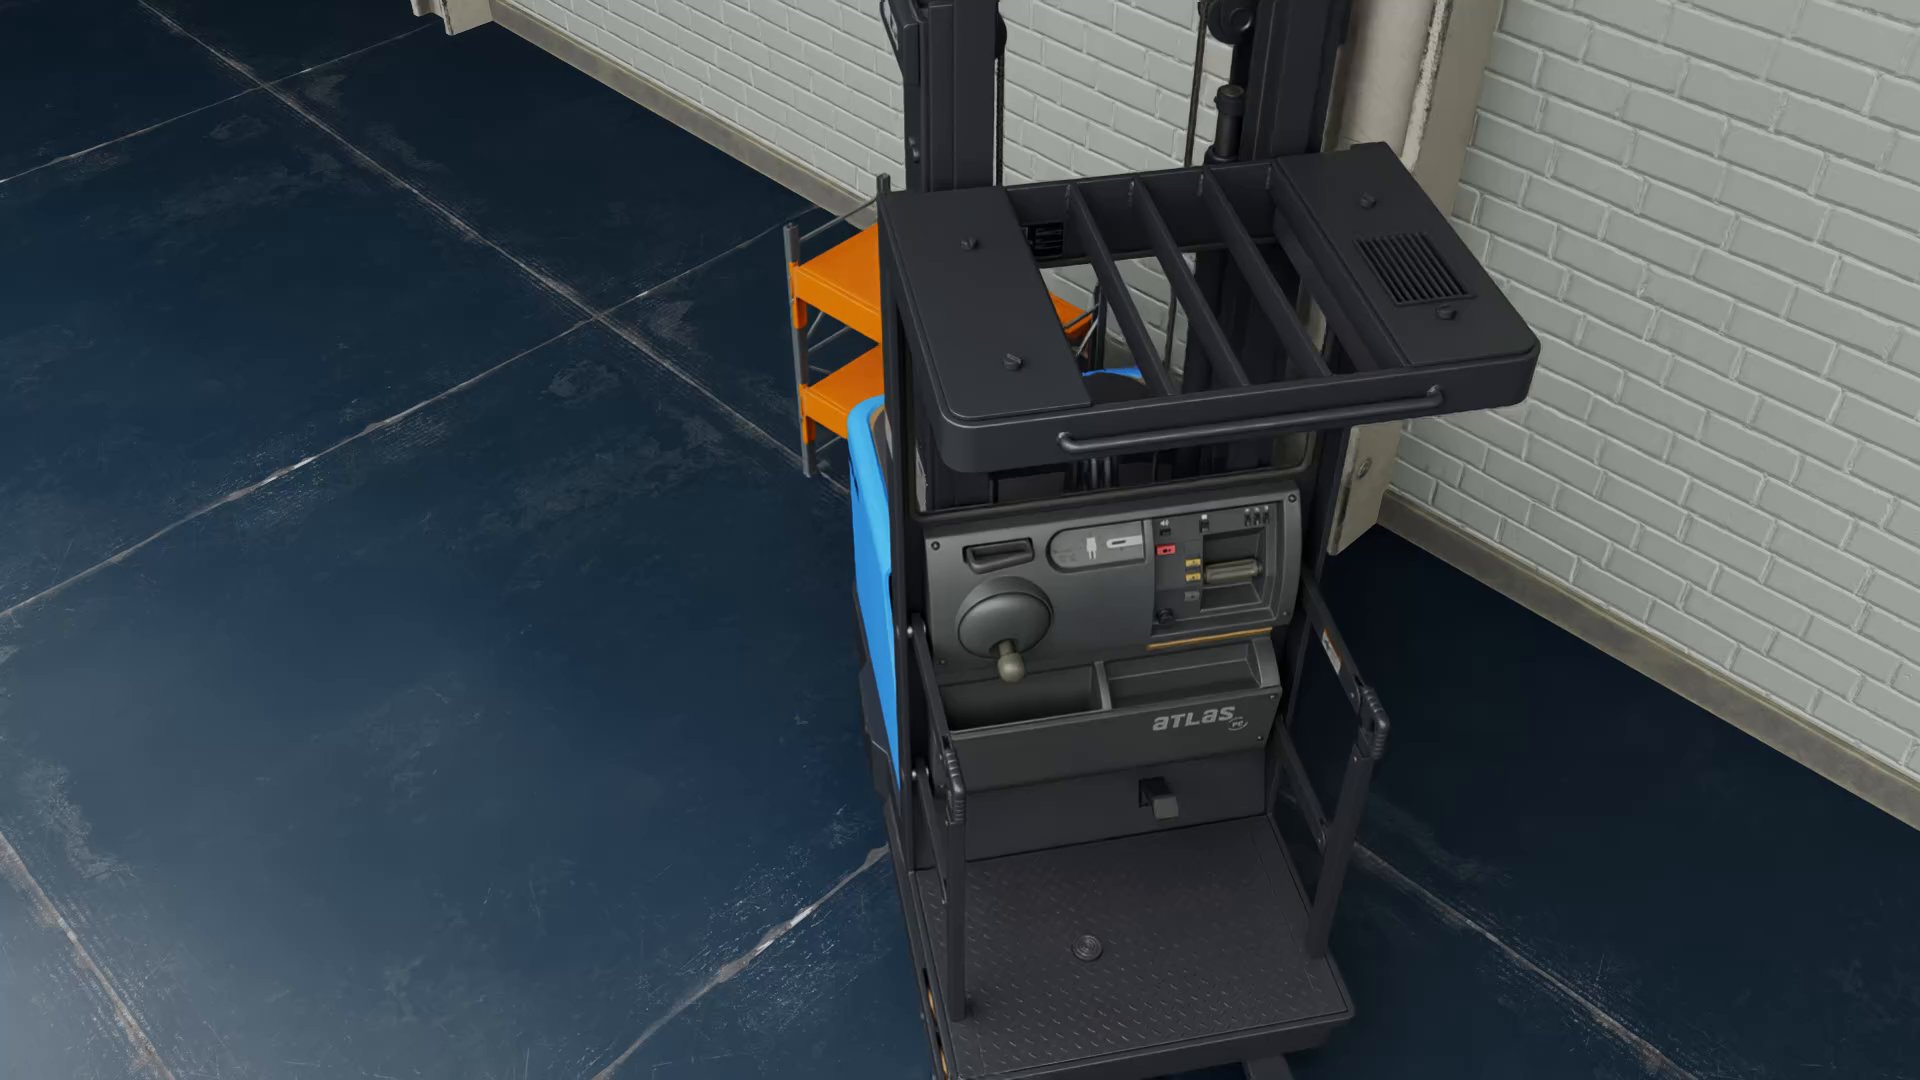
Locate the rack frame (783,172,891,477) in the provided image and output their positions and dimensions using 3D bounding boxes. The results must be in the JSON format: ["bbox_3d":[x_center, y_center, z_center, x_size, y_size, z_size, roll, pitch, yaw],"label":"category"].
[{"bbox_3d":[-0.433,-0.791,6.277,0.032,1.125,0.500,32,52,30],"label":"rack frame"}]

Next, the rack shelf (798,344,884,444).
[{"bbox_3d":[-0.061,-0.376,6.189,1.000,0.278,0.538,32,52,30],"label":"rack shelf"}]

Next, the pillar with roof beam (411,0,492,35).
[{"bbox_3d":[-5.926,-4.231,4.198,9.100,9.000,0.400,-34,53,-31],"label":"pillar with roof beam"}]

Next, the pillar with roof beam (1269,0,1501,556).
[{"bbox_3d":[-1.689,-1.348,1.078,9.100,9.000,0.400,-34,53,-31],"label":"pillar with roof beam"}]

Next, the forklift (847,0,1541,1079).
[{"bbox_3d":[0.422,0.191,3.884,1.130,2.935,3.031,-8,43,-8],"label":"forklift"}]

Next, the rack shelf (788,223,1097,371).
[{"bbox_3d":[-0.061,-0.771,5.824,1.000,0.278,0.538,32,52,30],"label":"rack shelf"}]

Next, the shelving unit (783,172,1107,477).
[{"bbox_3d":[-0.061,-0.556,6.023,1.048,1.125,0.538,32,52,30],"label":"shelving unit"}]

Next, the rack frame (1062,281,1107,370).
[{"bbox_3d":[0.312,-0.322,5.769,0.032,1.125,0.500,32,52,30],"label":"rack frame"}]
